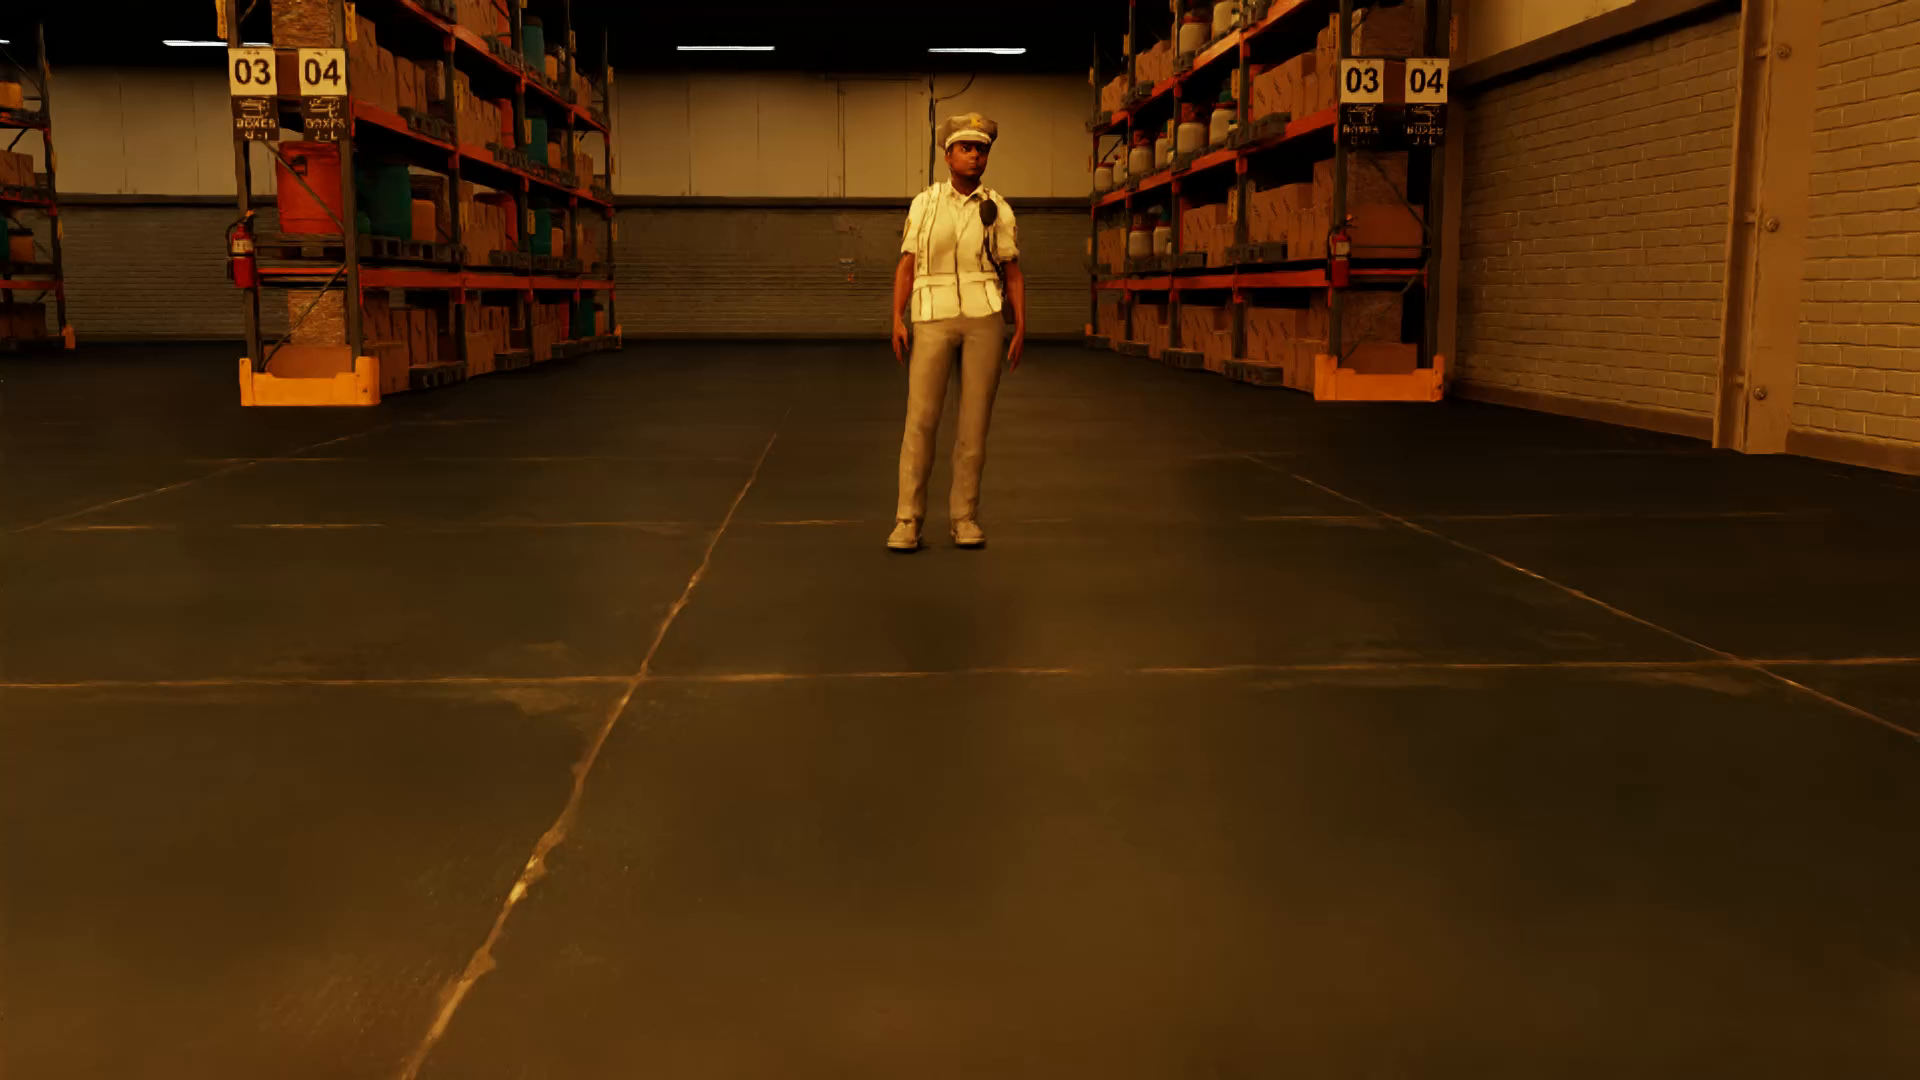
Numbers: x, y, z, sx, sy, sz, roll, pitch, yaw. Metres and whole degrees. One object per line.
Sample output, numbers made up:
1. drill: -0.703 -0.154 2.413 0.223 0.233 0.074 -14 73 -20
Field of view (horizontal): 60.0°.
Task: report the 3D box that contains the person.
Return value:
1. person: -0.015 -0.835 6.609 0.570 1.695 0.529 -1 8 -4
